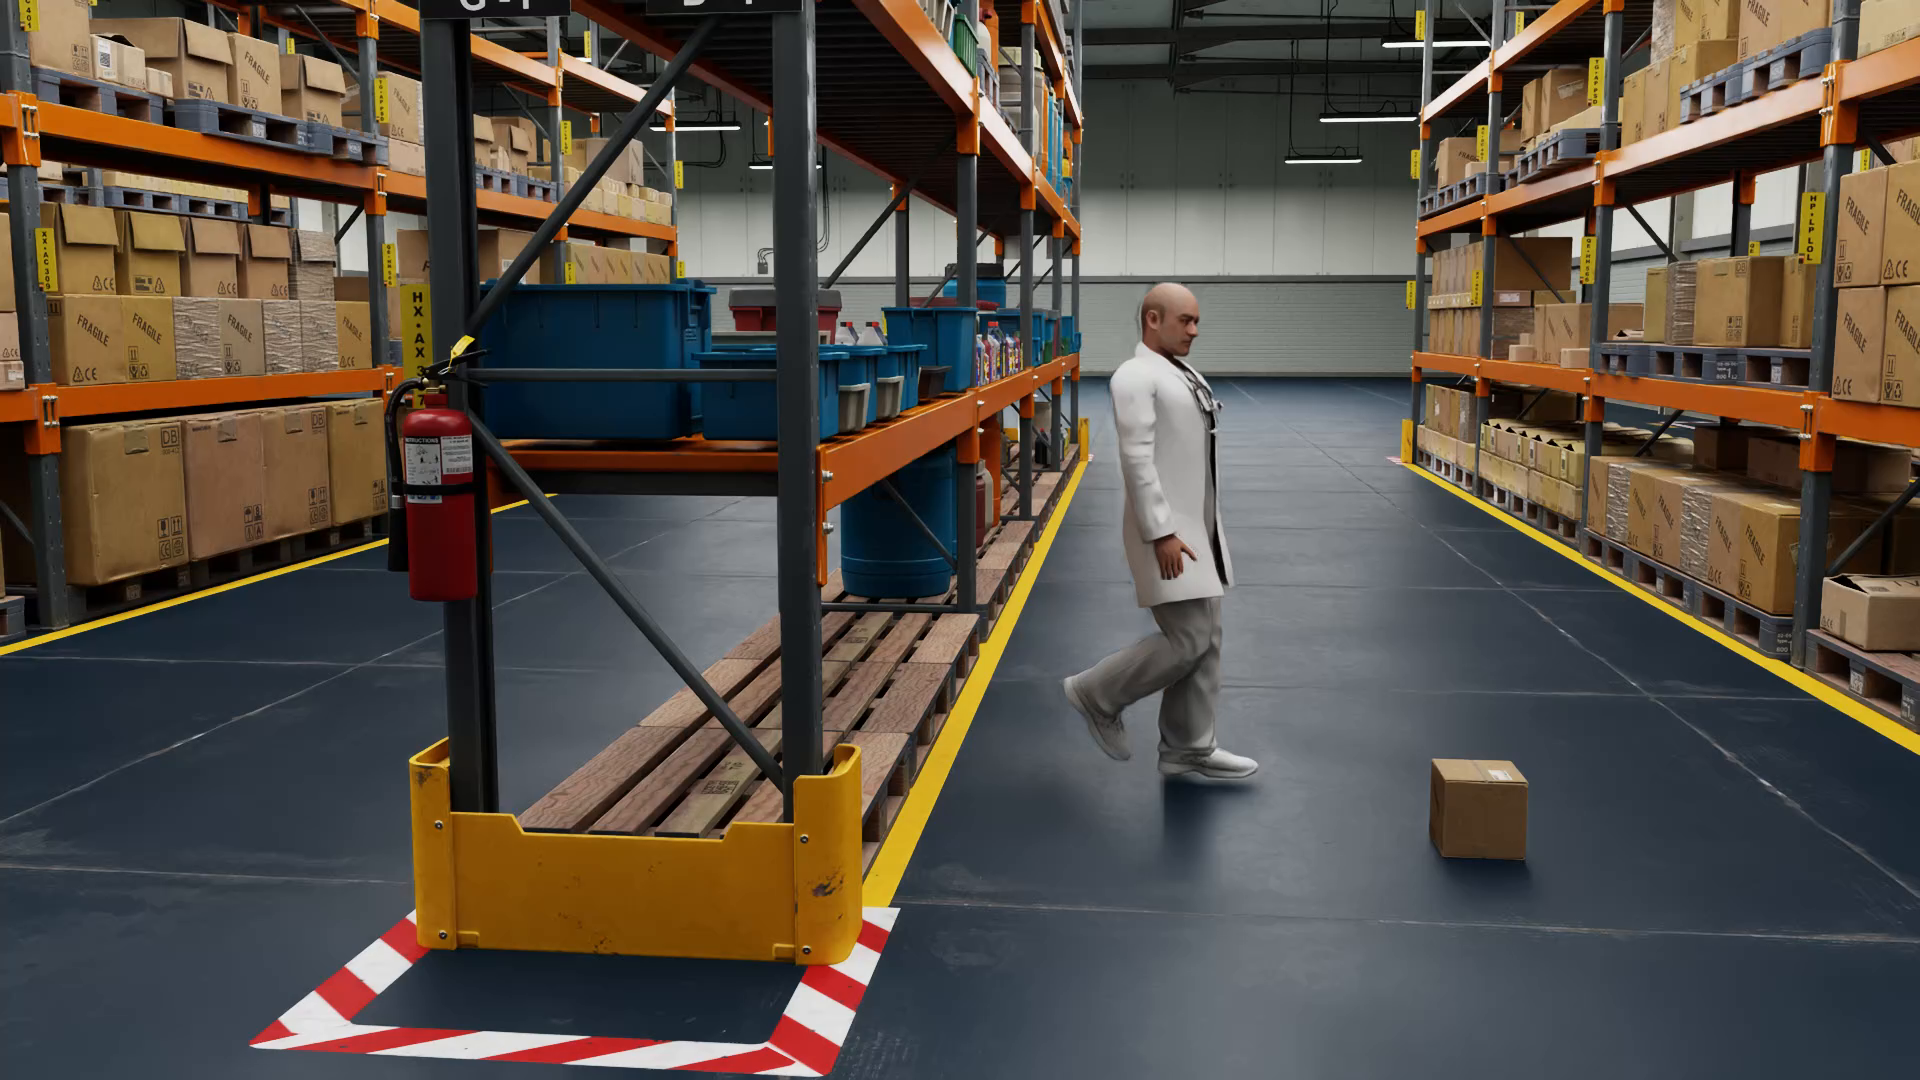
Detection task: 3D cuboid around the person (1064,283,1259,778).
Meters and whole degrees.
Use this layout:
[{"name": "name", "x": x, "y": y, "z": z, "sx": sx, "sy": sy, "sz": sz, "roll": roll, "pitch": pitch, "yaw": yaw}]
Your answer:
[{"name": "person", "x": 0.719, "y": -0.021, "z": 5.896, "sx": 0.670, "sy": 1.759, "sz": 0.626, "roll": 5, "pitch": 9, "yaw": 31}]
